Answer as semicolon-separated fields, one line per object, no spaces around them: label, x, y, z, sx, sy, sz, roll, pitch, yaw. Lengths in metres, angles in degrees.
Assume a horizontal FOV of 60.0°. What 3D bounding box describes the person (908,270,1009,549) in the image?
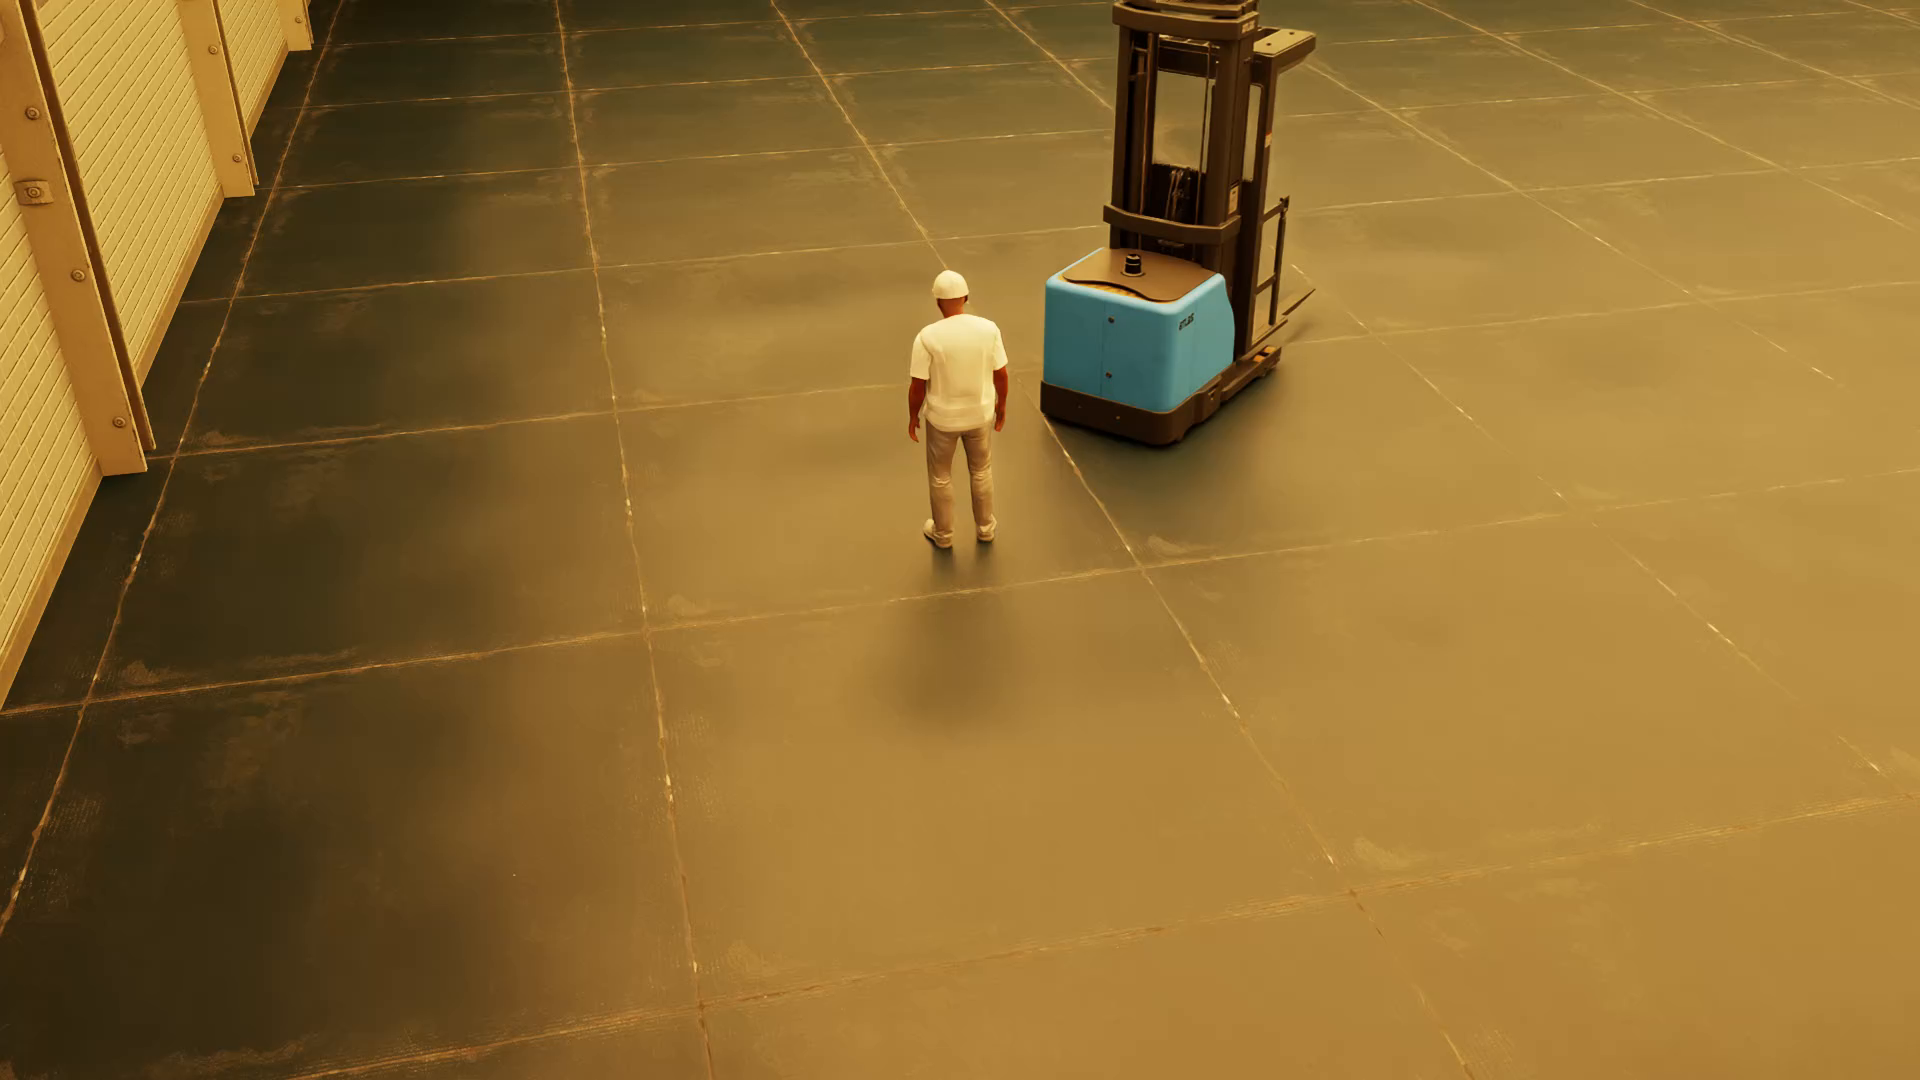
person;-0.017;-0.778;10.092;0.626;1.760;0.460;-8;31;-13

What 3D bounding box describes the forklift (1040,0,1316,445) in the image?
forklift;1.808;-2.621;12.101;1.130;2.935;3.031;18;35;28
